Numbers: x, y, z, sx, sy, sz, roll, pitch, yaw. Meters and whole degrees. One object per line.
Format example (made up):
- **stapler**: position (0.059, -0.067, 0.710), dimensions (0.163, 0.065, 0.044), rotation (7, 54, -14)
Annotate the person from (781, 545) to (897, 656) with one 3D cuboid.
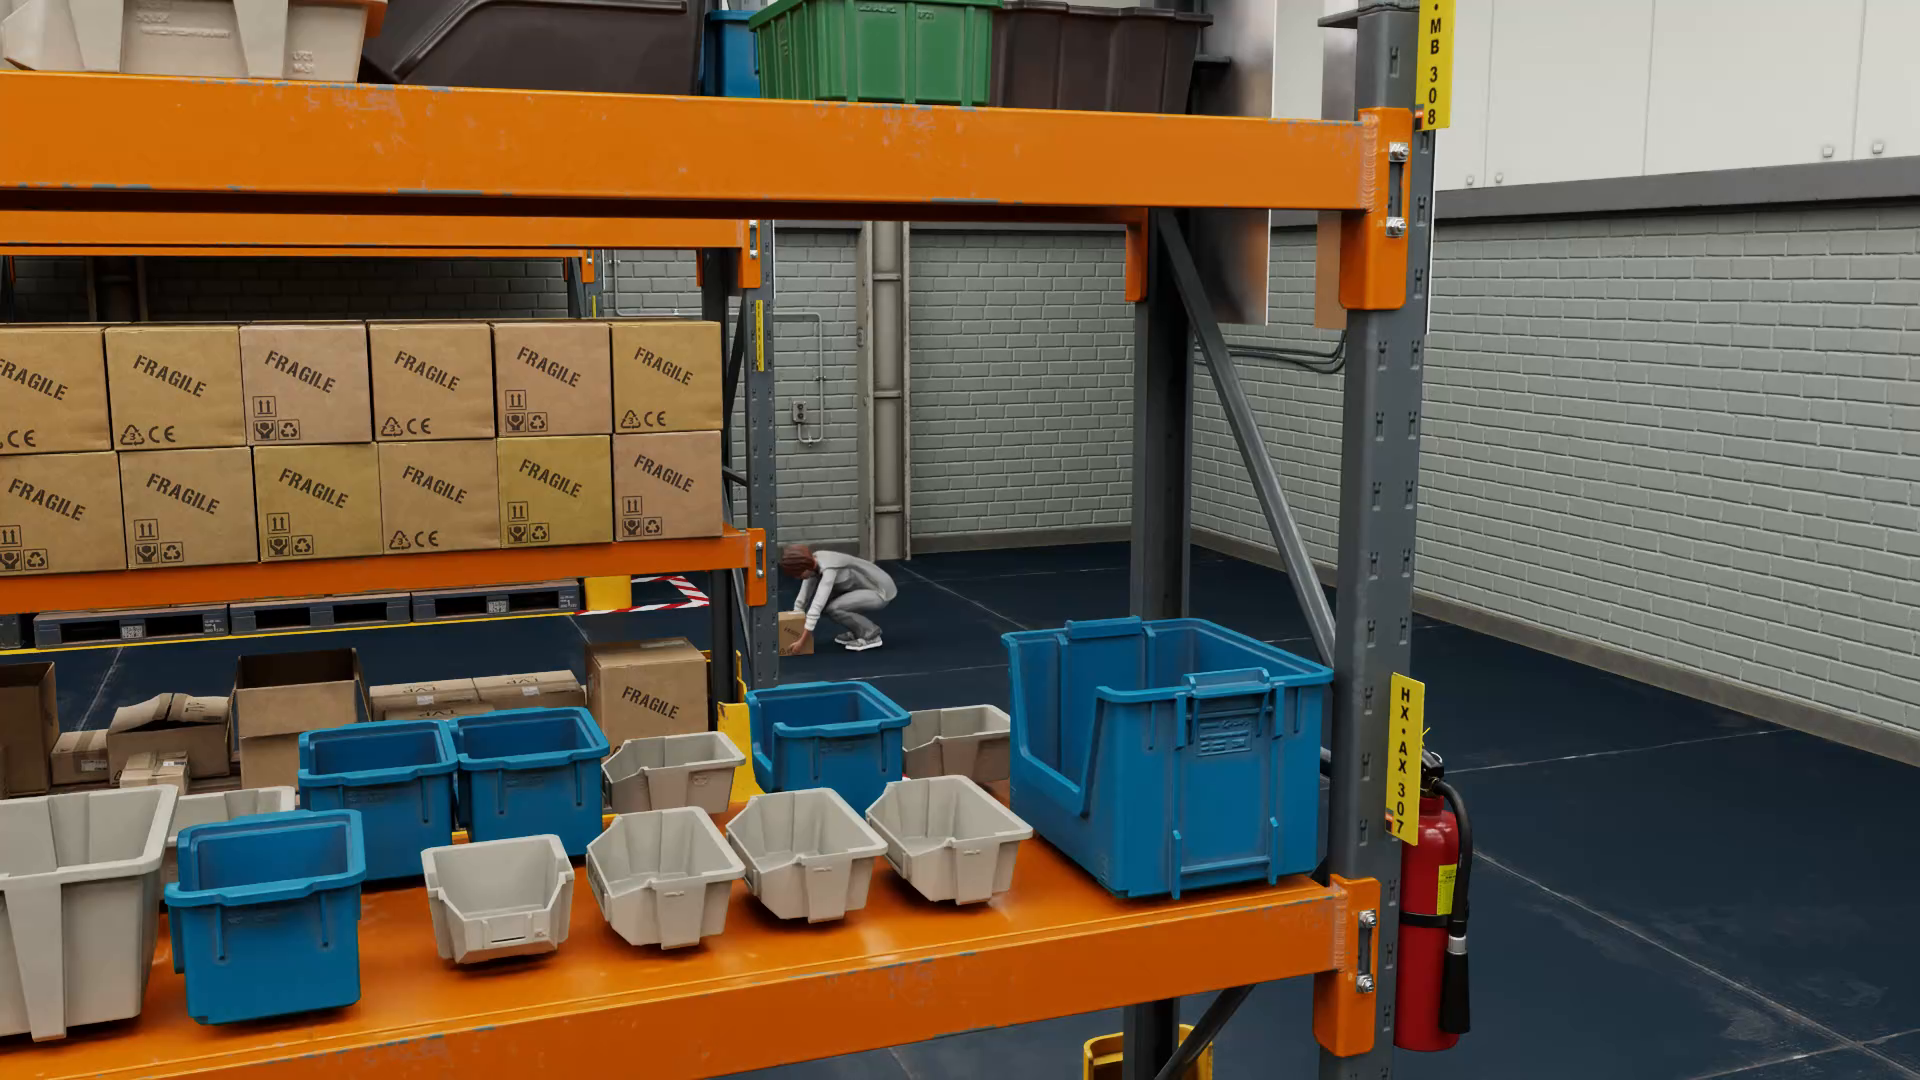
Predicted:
- **person**: position (-0.823, 0.390, 11.295), dimensions (0.816, 0.764, 0.435), rotation (-4, 10, -21)
